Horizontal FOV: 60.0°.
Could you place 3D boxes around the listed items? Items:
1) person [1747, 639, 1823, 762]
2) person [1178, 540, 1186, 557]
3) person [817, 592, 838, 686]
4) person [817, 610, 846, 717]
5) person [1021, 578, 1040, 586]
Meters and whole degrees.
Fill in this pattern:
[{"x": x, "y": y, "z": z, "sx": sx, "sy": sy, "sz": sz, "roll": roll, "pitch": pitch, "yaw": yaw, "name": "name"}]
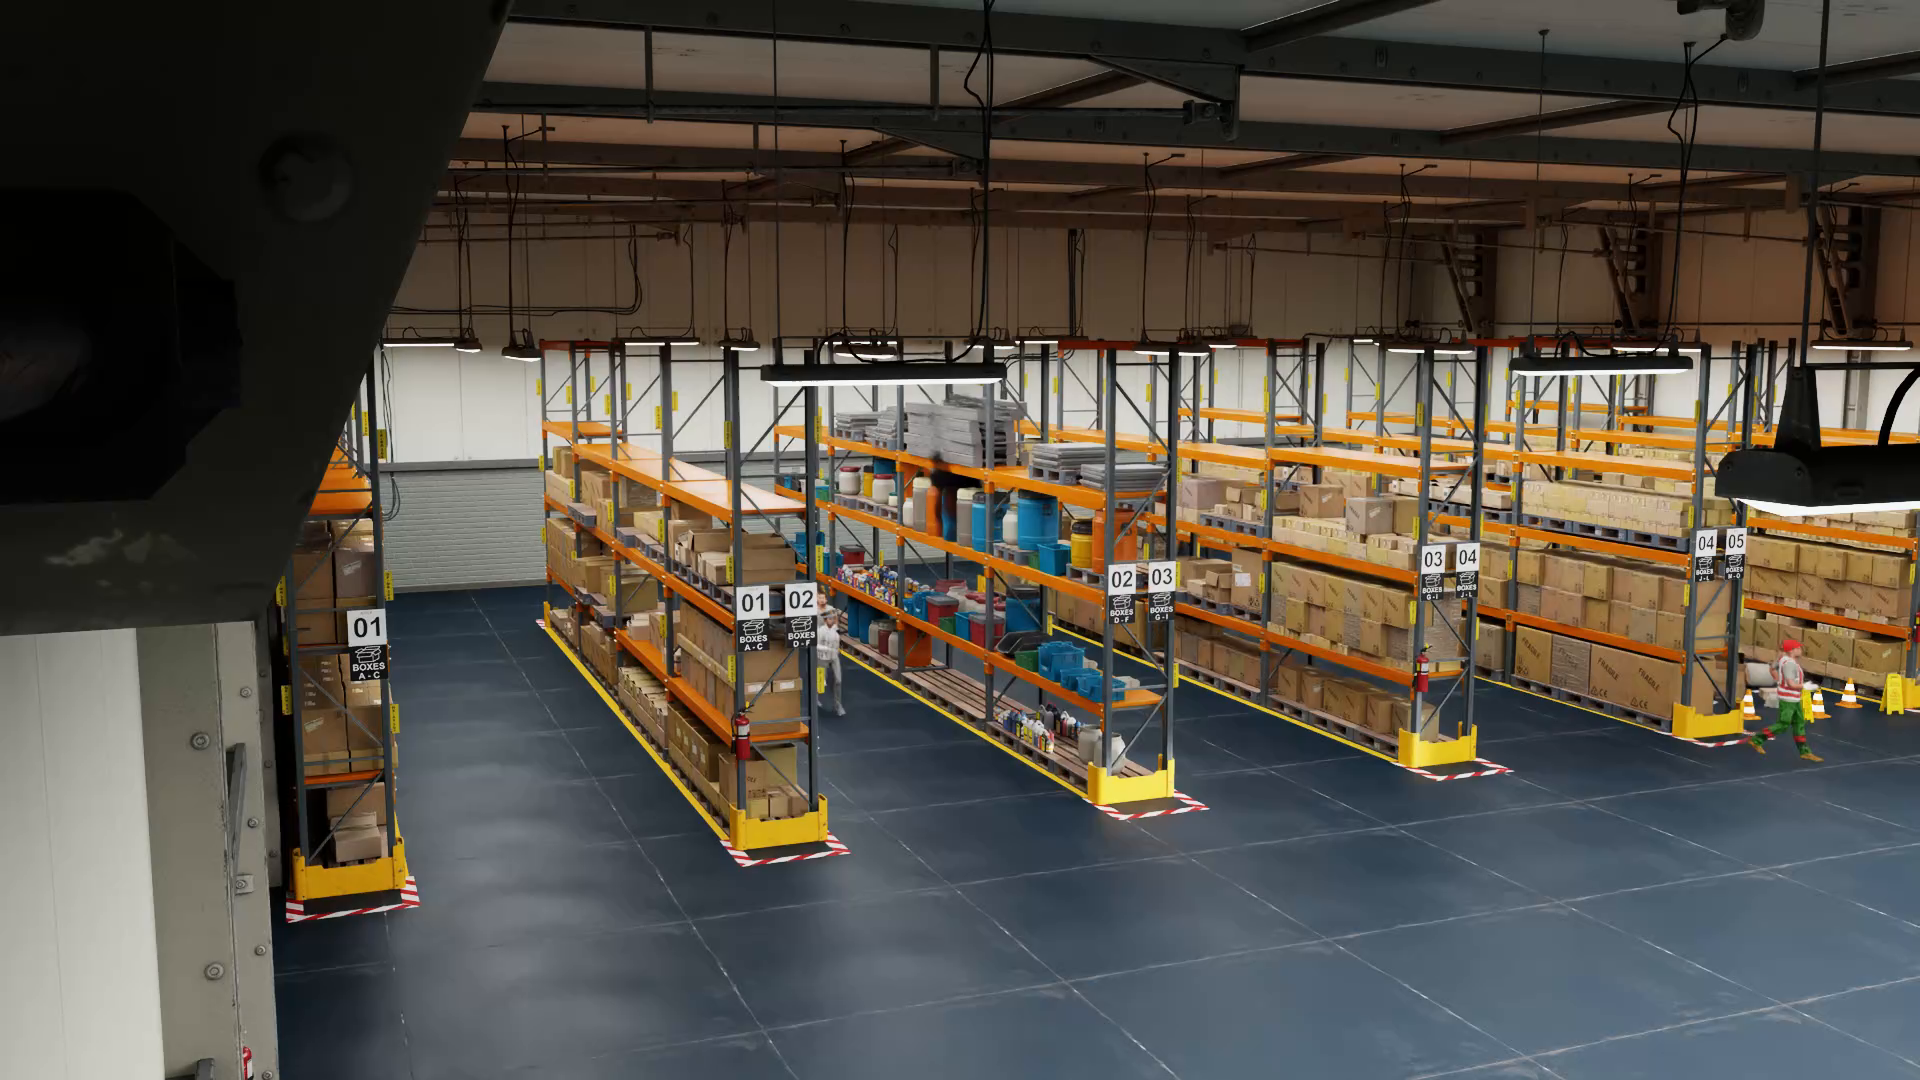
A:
[{"x": 11.957, "y": 2.304, "z": 23.998, "sx": 1.003, "sy": 1.778, "sz": 0.670, "roll": 3, "pitch": 8, "yaw": 24, "name": "person"}, {"x": 5.488, "y": 0.072, "z": 41.799, "sx": 0.643, "sy": 1.704, "sz": 0.713, "roll": 2, "pitch": 8, "yaw": 15, "name": "person"}, {"x": -2.427, "y": 1.716, "z": 29.389, "sx": 0.568, "sy": 1.646, "sz": 0.659, "roll": -2, "pitch": 8, "yaw": -14, "name": "person"}, {"x": -2.174, "y": 1.967, "z": 27.134, "sx": 0.562, "sy": 1.715, "sz": 0.857, "roll": -4, "pitch": 9, "yaw": -29, "name": "person"}, {"x": 1.506, "y": 1.204, "z": 33.287, "sx": 0.593, "sy": 1.639, "sz": 0.901, "roll": -3, "pitch": 8, "yaw": -23, "name": "person"}]
